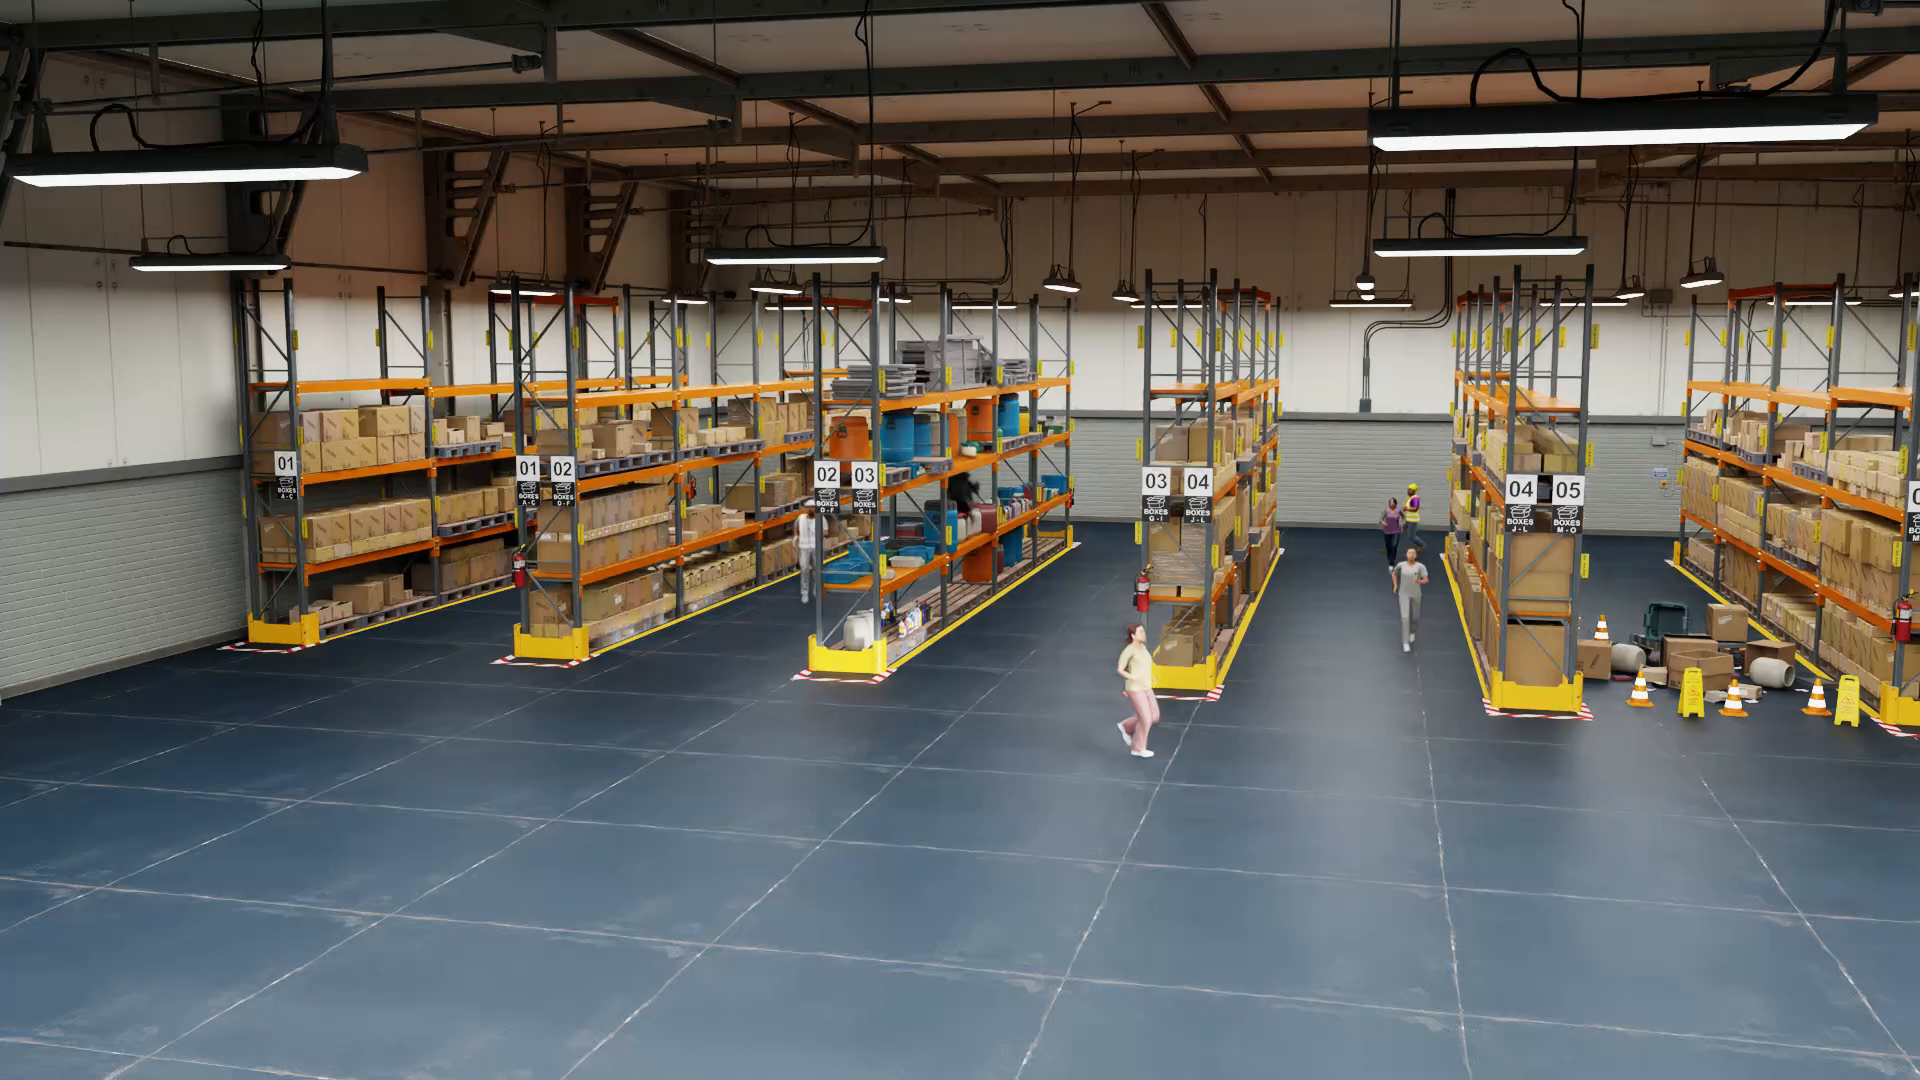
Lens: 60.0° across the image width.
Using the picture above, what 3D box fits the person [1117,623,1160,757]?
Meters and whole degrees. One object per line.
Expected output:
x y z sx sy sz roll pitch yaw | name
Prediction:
2.120 1.796 20.076 0.569 1.619 0.578 6 9 39 | person

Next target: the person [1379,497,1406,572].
9.436 -0.138 36.328 0.560 1.594 0.887 2 7 17 | person

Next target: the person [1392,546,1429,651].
7.304 0.917 27.002 0.564 1.655 0.969 1 7 11 | person

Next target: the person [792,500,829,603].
-2.716 0.183 30.236 0.671 1.834 0.836 0 7 -1 | person

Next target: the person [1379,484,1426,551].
10.524 -0.502 39.070 1.109 1.628 0.759 -1 7 -12 | person
